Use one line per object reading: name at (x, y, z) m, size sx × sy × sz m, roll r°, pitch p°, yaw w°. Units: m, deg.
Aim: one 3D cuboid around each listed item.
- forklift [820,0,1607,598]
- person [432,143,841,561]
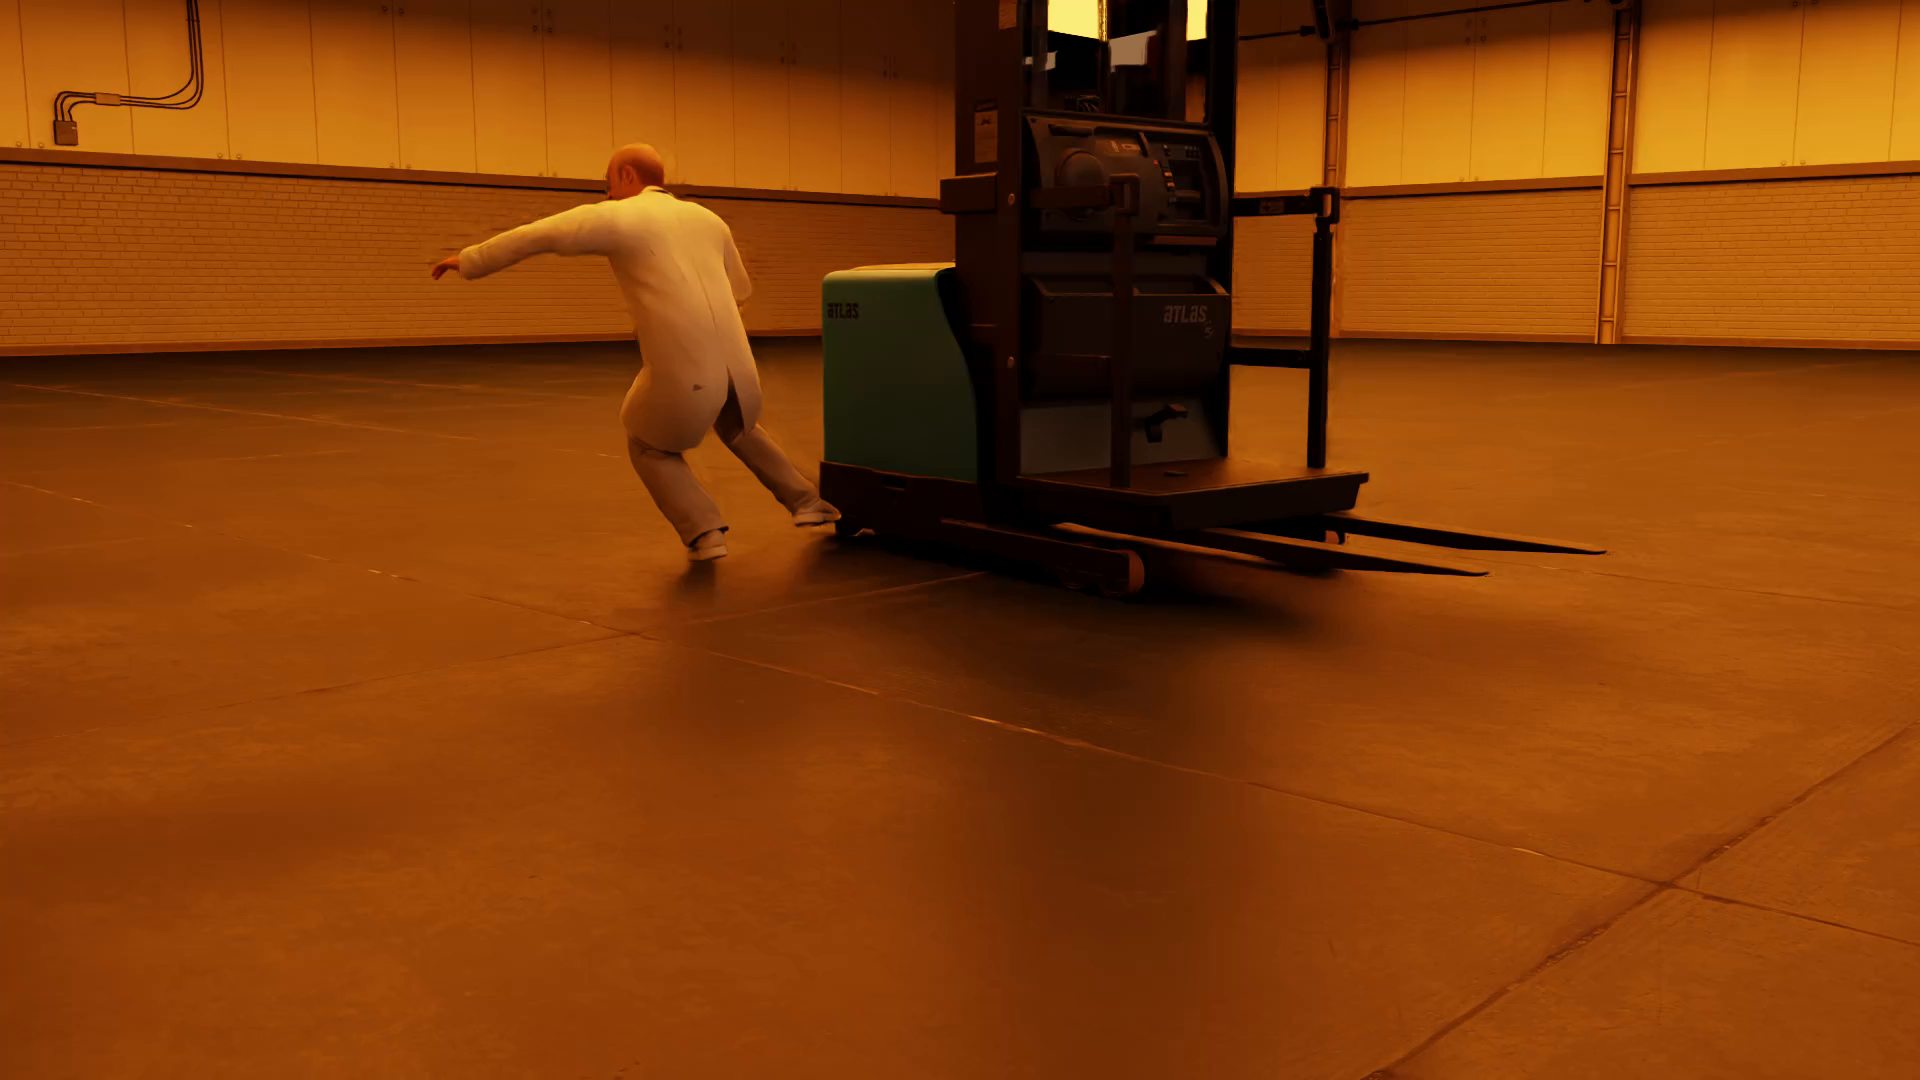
forklift at (0.742, -1.341, 5.782) m, size 1.130 × 2.935 × 3.031 m, roll -7°, pitch 11°, yaw -38°
person at (-1.050, -0.682, 6.106) m, size 0.860 × 1.494 × 1.489 m, roll 8°, pitch 12°, yaw 42°
